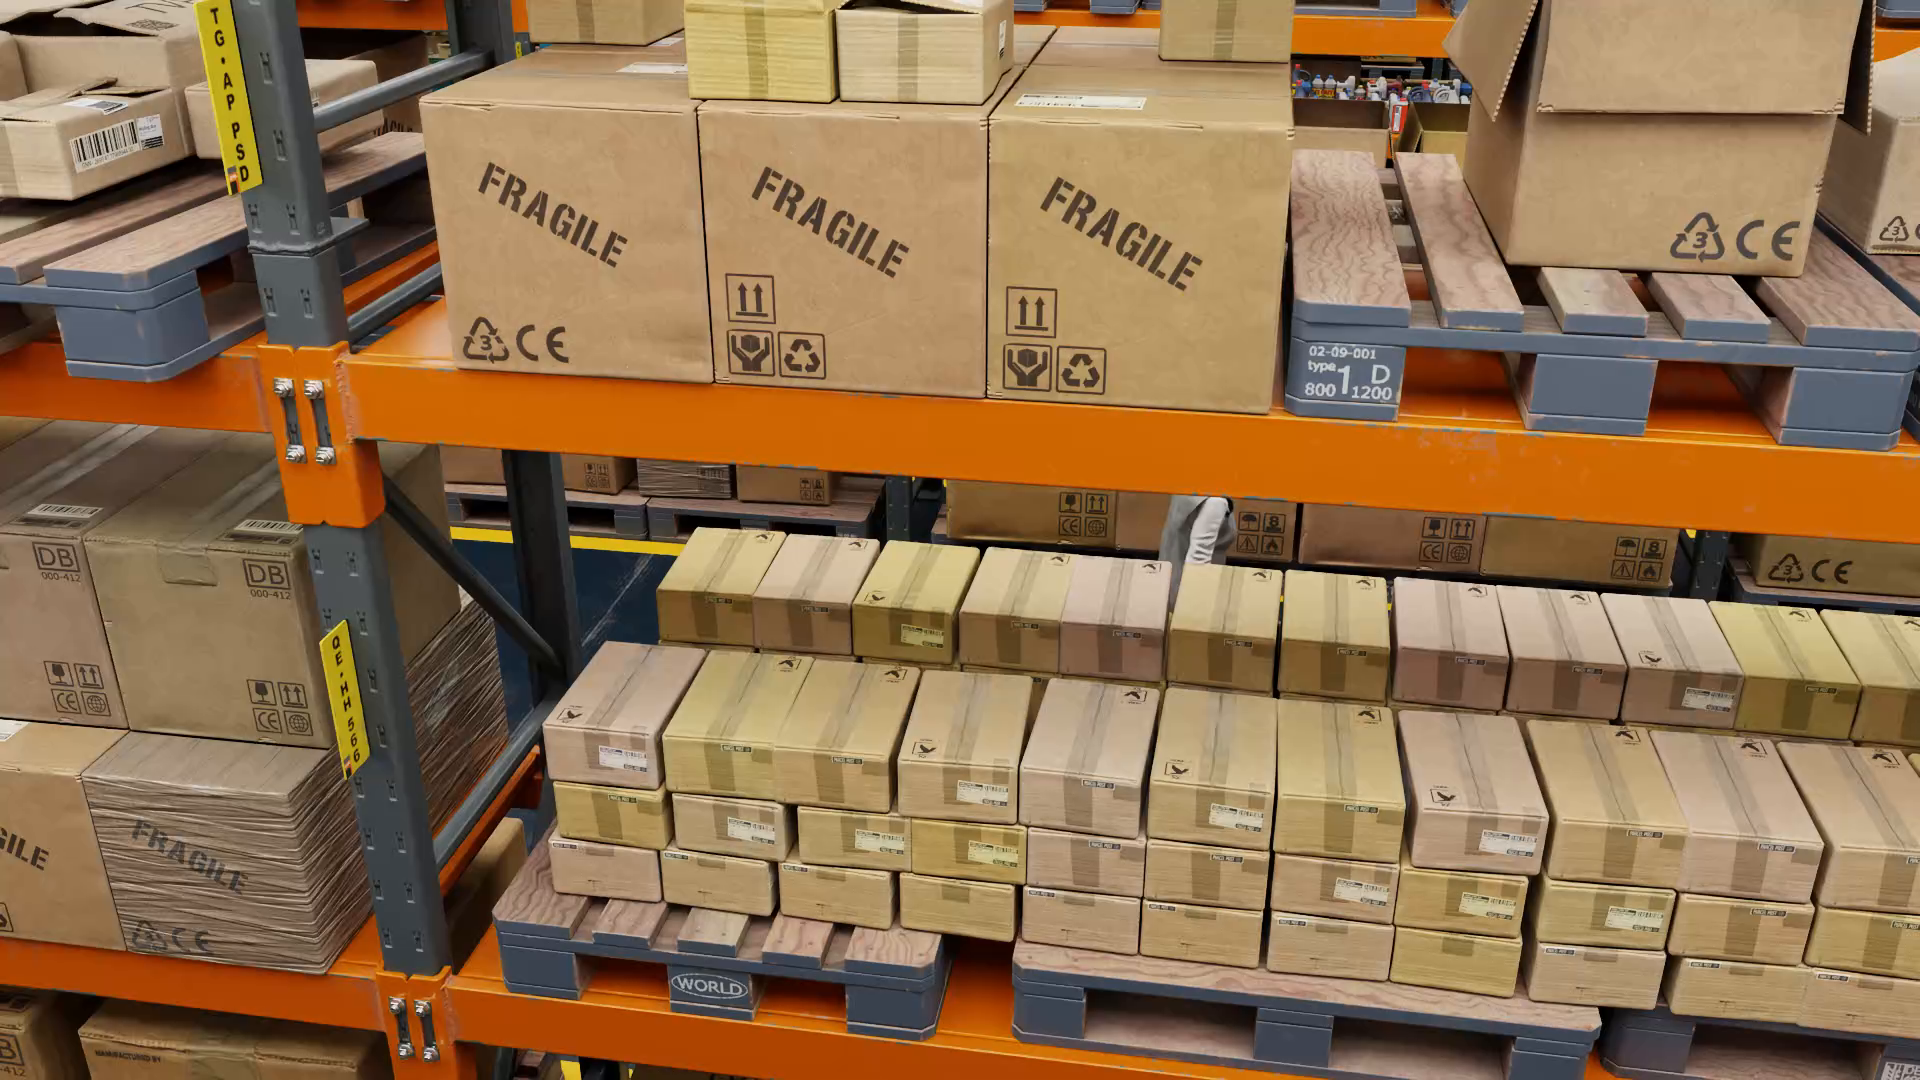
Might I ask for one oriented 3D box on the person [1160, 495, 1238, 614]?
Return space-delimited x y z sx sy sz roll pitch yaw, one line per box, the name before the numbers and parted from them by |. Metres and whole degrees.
person | 0.951 0.264 6.561 0.349 1.593 0.474 4 26 7
